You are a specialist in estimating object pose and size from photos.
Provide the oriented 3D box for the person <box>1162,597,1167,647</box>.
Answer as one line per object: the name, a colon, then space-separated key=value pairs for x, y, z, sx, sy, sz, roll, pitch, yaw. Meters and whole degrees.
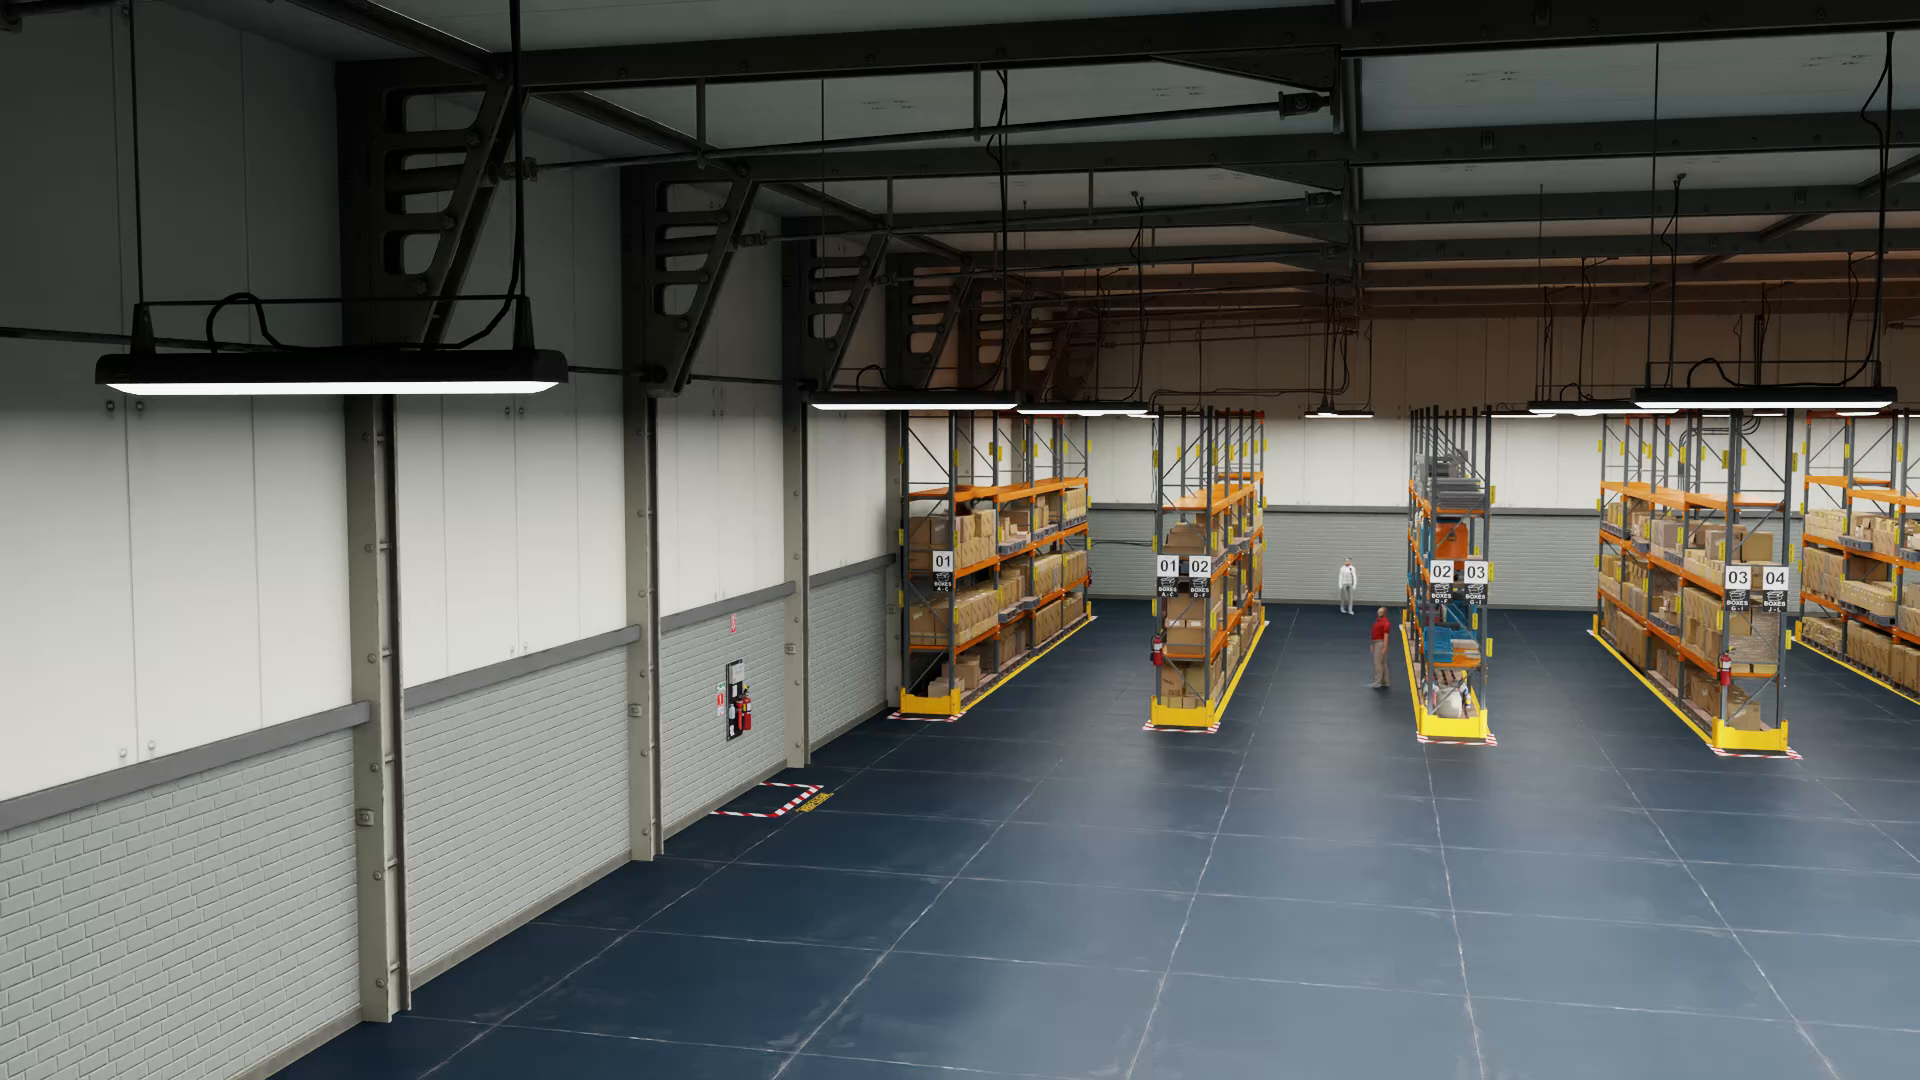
person: x=5.162 y=1.800 z=42.123 sx=0.453 sy=1.783 sz=0.672 roll=0 pitch=4 yaw=2

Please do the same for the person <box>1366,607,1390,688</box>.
person: x=8.997 y=2.295 z=35.790 sx=0.500 sy=1.718 sz=0.550 roll=1 pitch=4 yaw=11

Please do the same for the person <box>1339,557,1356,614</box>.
person: x=11.533 y=1.346 z=49.436 sx=0.493 sy=1.695 sz=0.481 roll=0 pitch=4 yaw=-3
